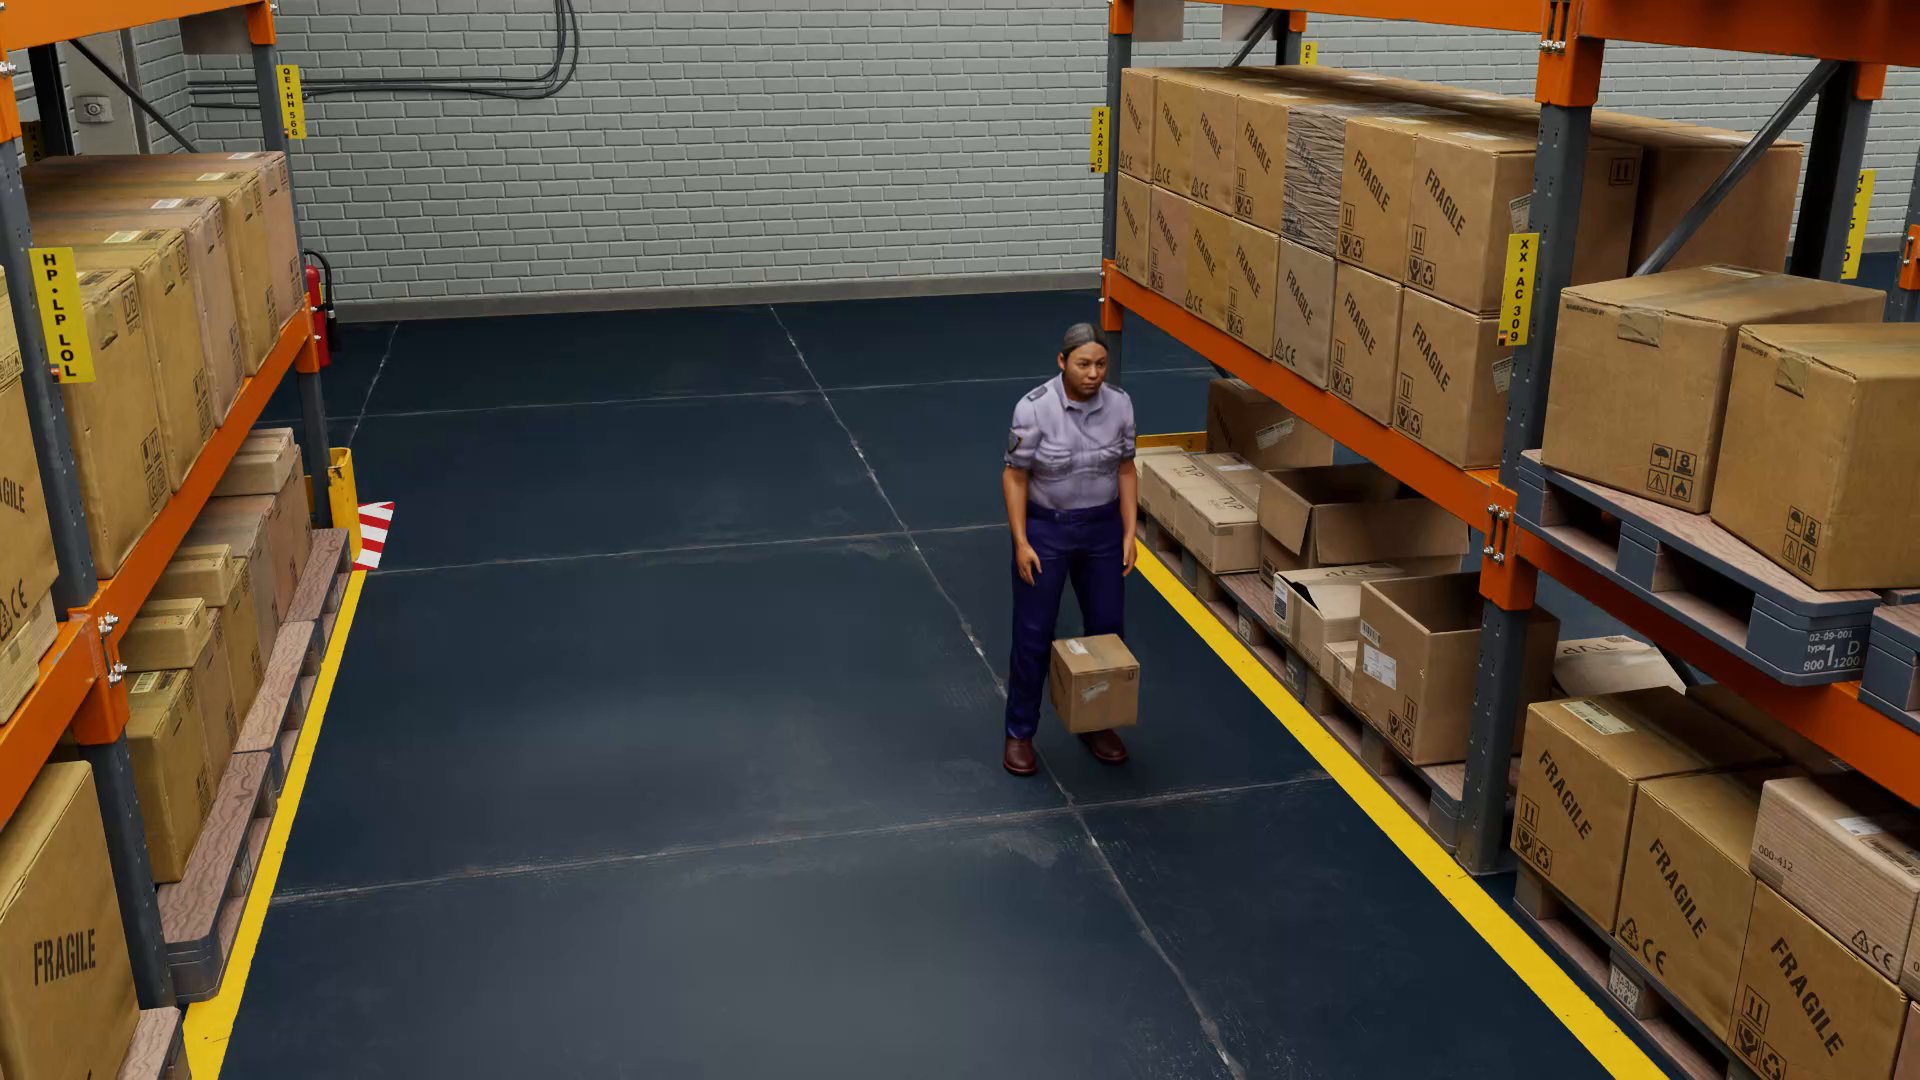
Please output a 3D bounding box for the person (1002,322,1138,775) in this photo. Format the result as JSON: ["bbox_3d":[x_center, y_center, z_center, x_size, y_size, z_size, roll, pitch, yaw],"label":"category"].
[{"bbox_3d":[0.396,0.014,6.039,0.530,1.654,0.368,-5,20,-14],"label":"person"}]
